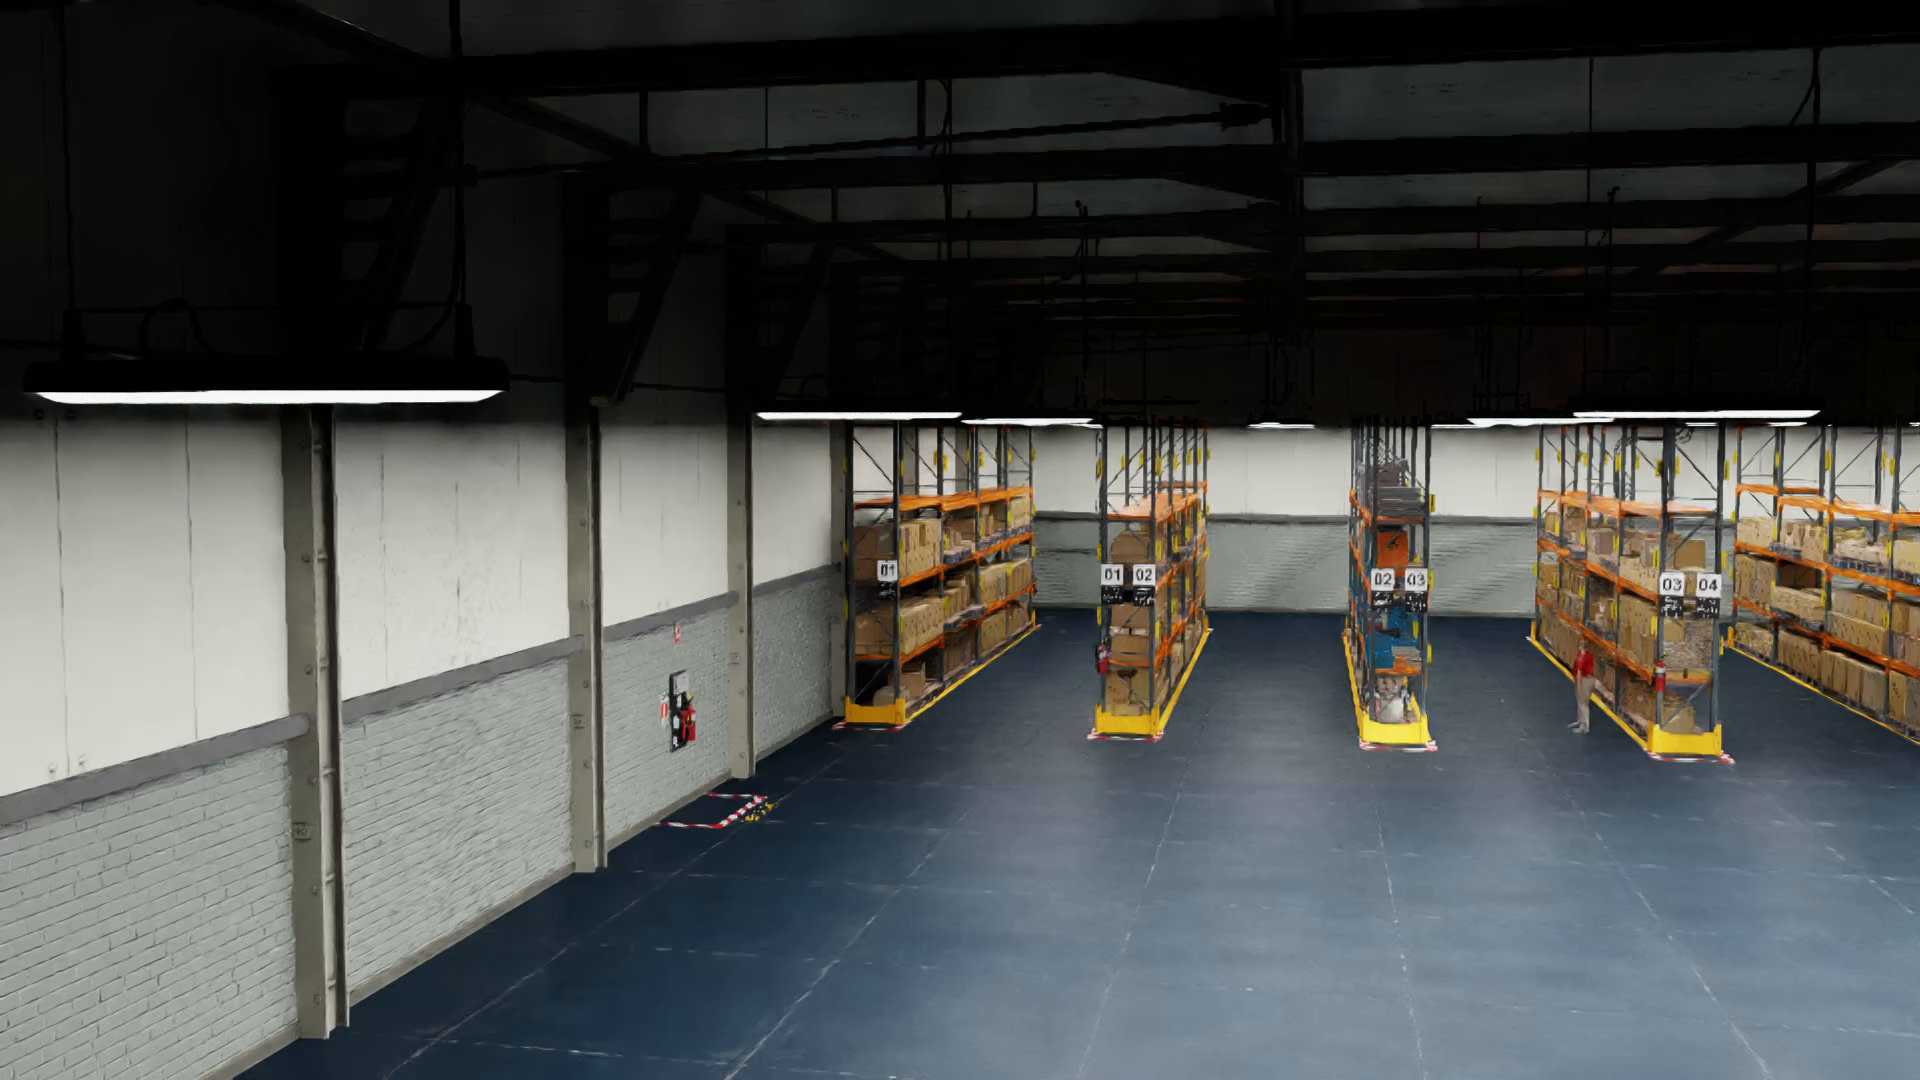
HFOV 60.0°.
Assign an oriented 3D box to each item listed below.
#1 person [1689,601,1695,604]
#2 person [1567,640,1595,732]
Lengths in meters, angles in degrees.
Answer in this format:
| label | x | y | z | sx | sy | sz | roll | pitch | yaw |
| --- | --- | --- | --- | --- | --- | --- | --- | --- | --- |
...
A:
| label | x | y | z | sx | sy | sz | roll | pitch | yaw |
| --- | --- | --- | --- | --- | --- | --- | --- | --- | --- |
| person | 20.958 | 1.765 | 48.067 | 0.566 | 1.532 | 0.519 | 1 | 4 | 10 |
| person | 11.768 | 2.749 | 31.538 | 0.498 | 1.731 | 0.588 | 3 | 5 | 42 |
